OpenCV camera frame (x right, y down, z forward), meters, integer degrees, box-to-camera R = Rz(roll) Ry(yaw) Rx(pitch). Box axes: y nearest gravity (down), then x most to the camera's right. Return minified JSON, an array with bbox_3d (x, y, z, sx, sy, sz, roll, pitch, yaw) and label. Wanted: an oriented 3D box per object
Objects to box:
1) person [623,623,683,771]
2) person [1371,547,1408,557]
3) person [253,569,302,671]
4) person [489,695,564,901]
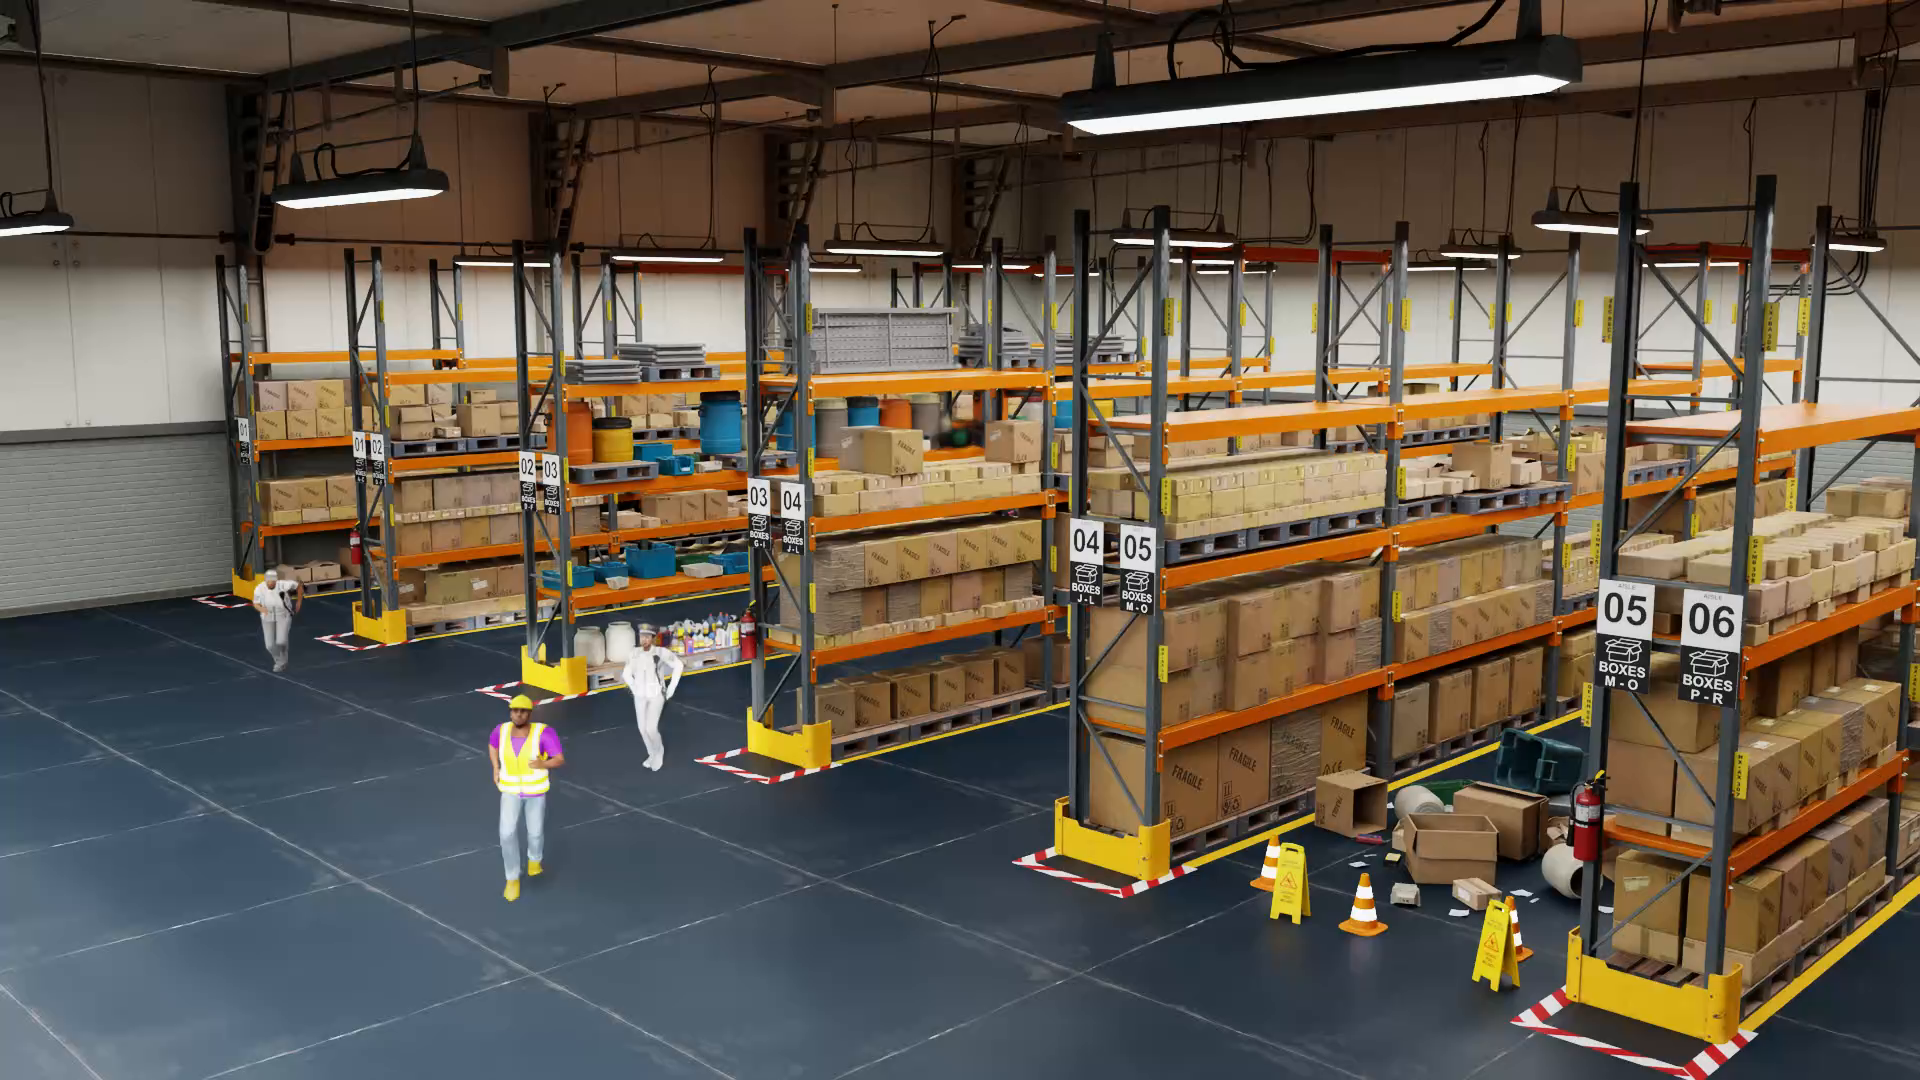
[{"bbox_3d":[-3.426,1.740,18.404,0.622,1.680,0.641,1,8,10],"label":"person"},{"bbox_3d":[6.488,0.710,25.130,0.736,1.753,0.956,6,10,37],"label":"person"},{"bbox_3d":[-9.556,1.124,23.345,0.629,1.518,0.854,-2,8,-15],"label":"person"},{"bbox_3d":[-3.832,2.243,14.723,0.677,1.820,0.778,-1,8,-8],"label":"person"}]
